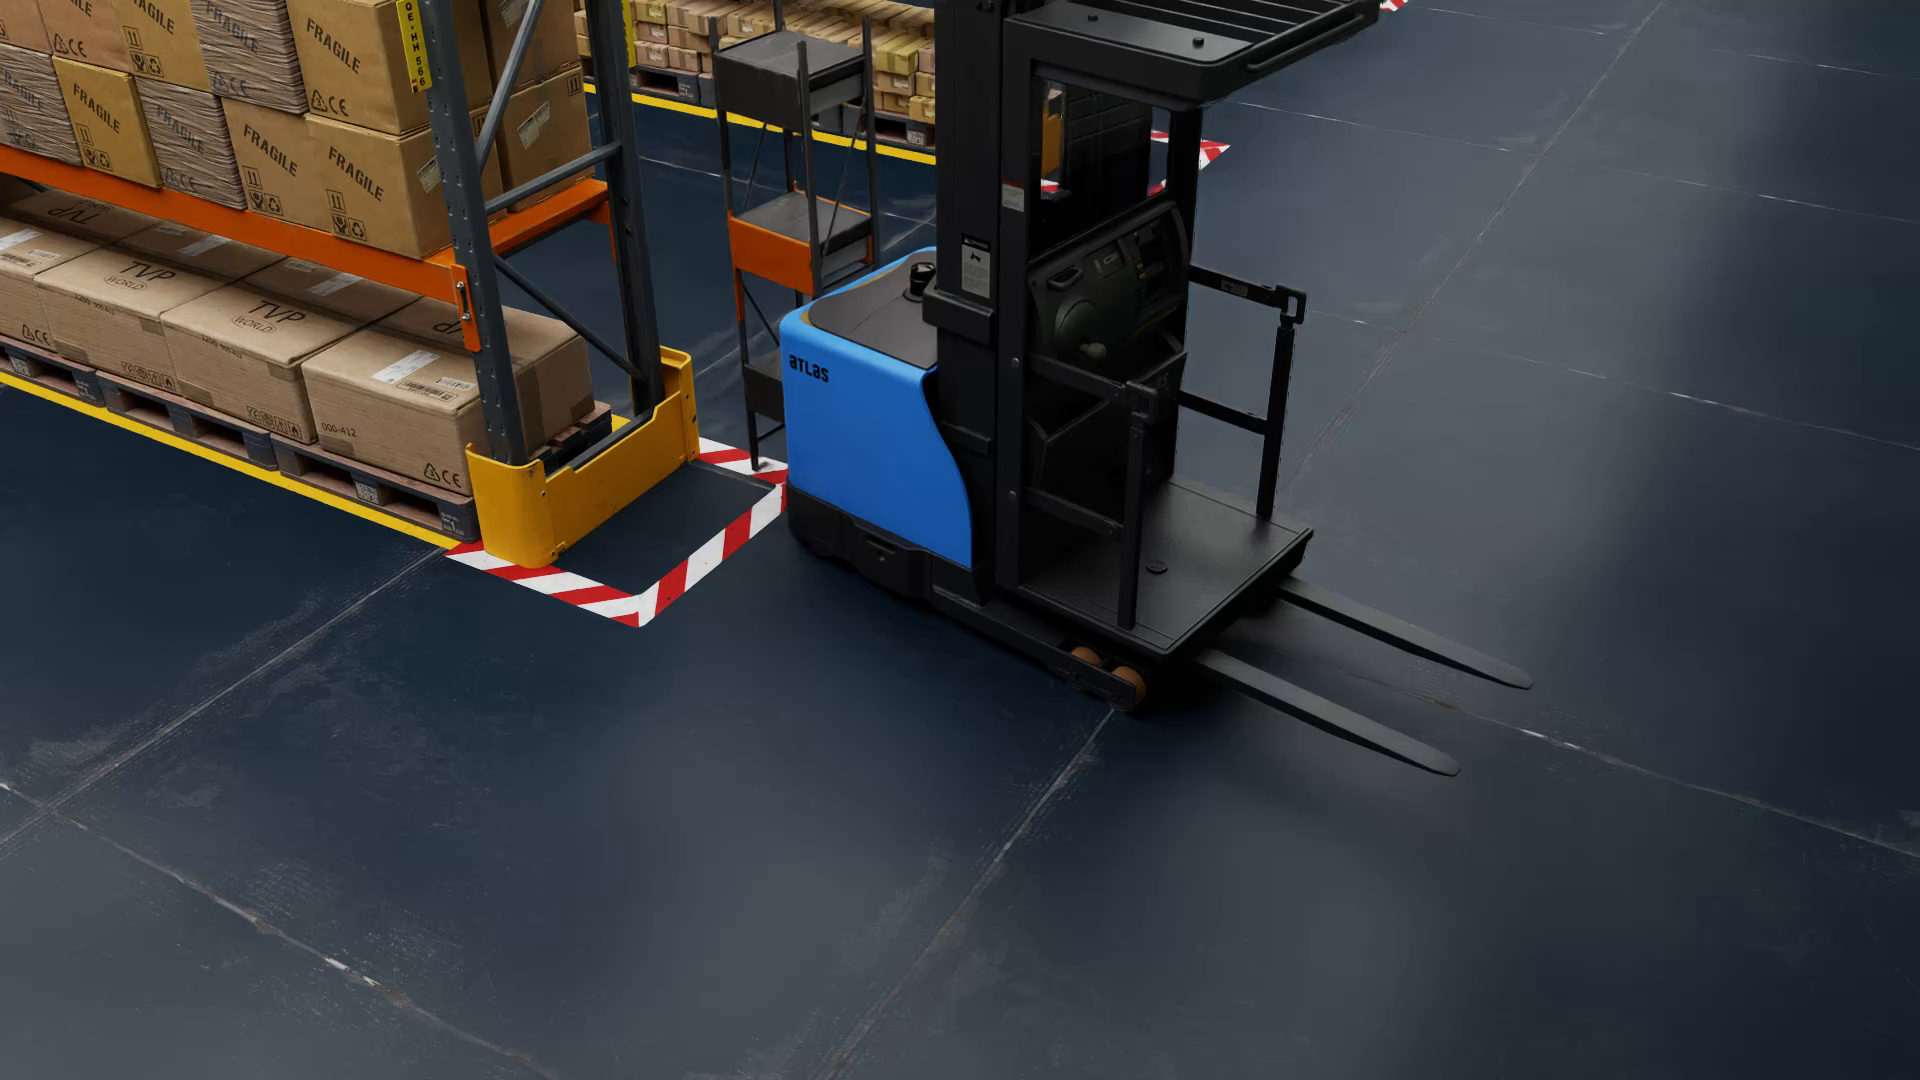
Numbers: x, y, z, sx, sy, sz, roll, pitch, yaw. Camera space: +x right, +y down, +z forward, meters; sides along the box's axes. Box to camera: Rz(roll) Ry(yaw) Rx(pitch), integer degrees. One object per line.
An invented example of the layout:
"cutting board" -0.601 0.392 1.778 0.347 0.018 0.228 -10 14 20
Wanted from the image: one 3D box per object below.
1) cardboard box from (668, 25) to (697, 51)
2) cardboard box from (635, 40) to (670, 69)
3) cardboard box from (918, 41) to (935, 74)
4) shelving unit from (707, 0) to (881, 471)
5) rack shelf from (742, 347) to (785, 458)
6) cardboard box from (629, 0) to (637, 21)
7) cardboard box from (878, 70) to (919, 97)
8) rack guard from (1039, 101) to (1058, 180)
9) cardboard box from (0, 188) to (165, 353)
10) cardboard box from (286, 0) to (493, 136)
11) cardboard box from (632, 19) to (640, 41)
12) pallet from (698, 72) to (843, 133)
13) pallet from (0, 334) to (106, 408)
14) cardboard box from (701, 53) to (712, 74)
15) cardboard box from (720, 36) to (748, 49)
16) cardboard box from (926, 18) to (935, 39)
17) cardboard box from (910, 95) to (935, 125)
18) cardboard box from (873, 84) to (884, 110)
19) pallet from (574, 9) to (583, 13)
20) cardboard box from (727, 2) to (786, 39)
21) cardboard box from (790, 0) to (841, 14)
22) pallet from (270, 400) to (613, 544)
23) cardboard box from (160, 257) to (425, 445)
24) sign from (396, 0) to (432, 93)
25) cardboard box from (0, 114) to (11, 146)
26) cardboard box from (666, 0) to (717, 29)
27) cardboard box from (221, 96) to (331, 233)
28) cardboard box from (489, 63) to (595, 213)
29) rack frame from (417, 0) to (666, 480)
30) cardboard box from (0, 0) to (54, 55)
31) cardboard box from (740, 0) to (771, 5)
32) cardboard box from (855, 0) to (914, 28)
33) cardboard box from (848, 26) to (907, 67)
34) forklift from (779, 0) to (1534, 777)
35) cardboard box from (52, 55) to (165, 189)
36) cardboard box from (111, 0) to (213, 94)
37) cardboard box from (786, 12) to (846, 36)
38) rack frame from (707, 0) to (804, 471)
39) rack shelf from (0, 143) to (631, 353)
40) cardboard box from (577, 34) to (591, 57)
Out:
"cardboard box" -1.887 -3.663 11.969 0.250 0.149 0.380 16 37 22
"cardboard box" -2.140 -3.573 12.102 0.250 0.149 0.380 17 37 24
"cardboard box" -0.072 -3.212 11.024 0.250 0.149 0.380 18 38 25
"shelving unit" -0.660 -1.189 7.132 0.503 2.100 0.431 24 42 32
"rack shelf" -0.652 -0.601 7.537 0.480 0.518 0.431 24 42 32
"cardboard box" -2.364 -3.893 12.046 0.250 0.149 0.380 20 38 27
"cardboard box" -0.349 -3.118 11.151 0.250 0.149 0.380 16 37 23
"rack guard" 0.637 -2.836 11.058 0.348 0.500 1.175 18 37 24
"cardboard box" -4.646 -1.430 8.624 0.875 0.438 0.875 17 37 24
"cardboard box" -2.202 -1.922 6.437 0.500 0.500 0.500 19 38 26
"cardboard box" -2.350 -3.788 12.157 0.250 0.149 0.380 18 38 25
"pallet" -1.106 -3.293 12.004 1.213 0.211 1.003 18 37 24
"pallet" -4.517 -1.139 8.770 1.213 0.211 1.003 18 37 24
"cardboard box" -1.644 -3.470 11.948 0.250 0.149 0.380 16 37 22
"cardboard box" -1.472 -3.476 11.688 0.250 0.149 0.380 17 37 24
"cardboard box" -0.037 -3.548 11.529 0.250 0.149 0.380 17 37 24
"cardboard box" -0.131 -2.910 11.108 0.250 0.149 0.380 19 38 26
"cardboard box" -0.538 -3.086 11.372 0.250 0.149 0.380 18 38 25
"pallet" -3.446 -4.009 13.080 1.213 0.211 1.003 18 37 24
"cardboard box" -1.424 -3.642 11.669 0.250 0.149 0.380 16 37 22
"cardboard box" -1.001 -3.775 11.869 0.250 0.149 0.380 18 38 25
"pallet" -2.398 -0.468 7.762 1.213 0.211 1.003 18 37 24
"cardboard box" -3.087 -0.935 7.881 0.875 0.438 0.875 19 38 26
"sign" -1.947 -1.769 5.942 0.005 0.325 0.100 18 37 24
"cardboard box" -4.426 -2.192 7.746 0.500 0.500 0.500 18 38 25
"cardboard box" -1.882 -3.786 11.886 0.250 0.149 0.380 17 37 23
"cardboard box" -2.644 -1.638 6.914 0.500 0.500 0.500 17 37 23
"cardboard box" -1.939 -1.758 7.093 0.500 0.500 0.500 17 37 24
"rack frame" -1.665 -1.446 6.715 0.127 3.000 1.000 18 37 24
"cardboard box" -3.970 -2.468 7.258 0.500 0.500 0.500 18 38 25
"cardboard box" -1.403 -3.964 12.153 0.250 0.149 0.380 16 37 22
"cardboard box" -0.530 -3.657 11.692 0.250 0.149 0.380 19 38 26
"cardboard box" -0.553 -3.324 11.192 0.250 0.149 0.380 16 37 23
"forklift" 0.717 -0.906 5.966 3.031 2.935 1.130 24 41 32
"cardboard box" -3.550 -1.911 7.323 0.500 0.500 0.500 19 38 26
"cardboard box" -3.098 -2.189 6.839 0.500 0.500 0.500 17 37 24
"cardboard box" -0.988 -3.497 11.451 0.250 0.149 0.380 16 37 23
"rack frame" -0.849 -1.274 7.261 0.015 2.100 0.400 24 42 32
"rack shelf" -3.402 -1.697 7.741 4.000 0.370 1.077 18 37 24
"cardboard box" -2.613 -3.689 12.277 0.250 0.149 0.380 16 37 22
